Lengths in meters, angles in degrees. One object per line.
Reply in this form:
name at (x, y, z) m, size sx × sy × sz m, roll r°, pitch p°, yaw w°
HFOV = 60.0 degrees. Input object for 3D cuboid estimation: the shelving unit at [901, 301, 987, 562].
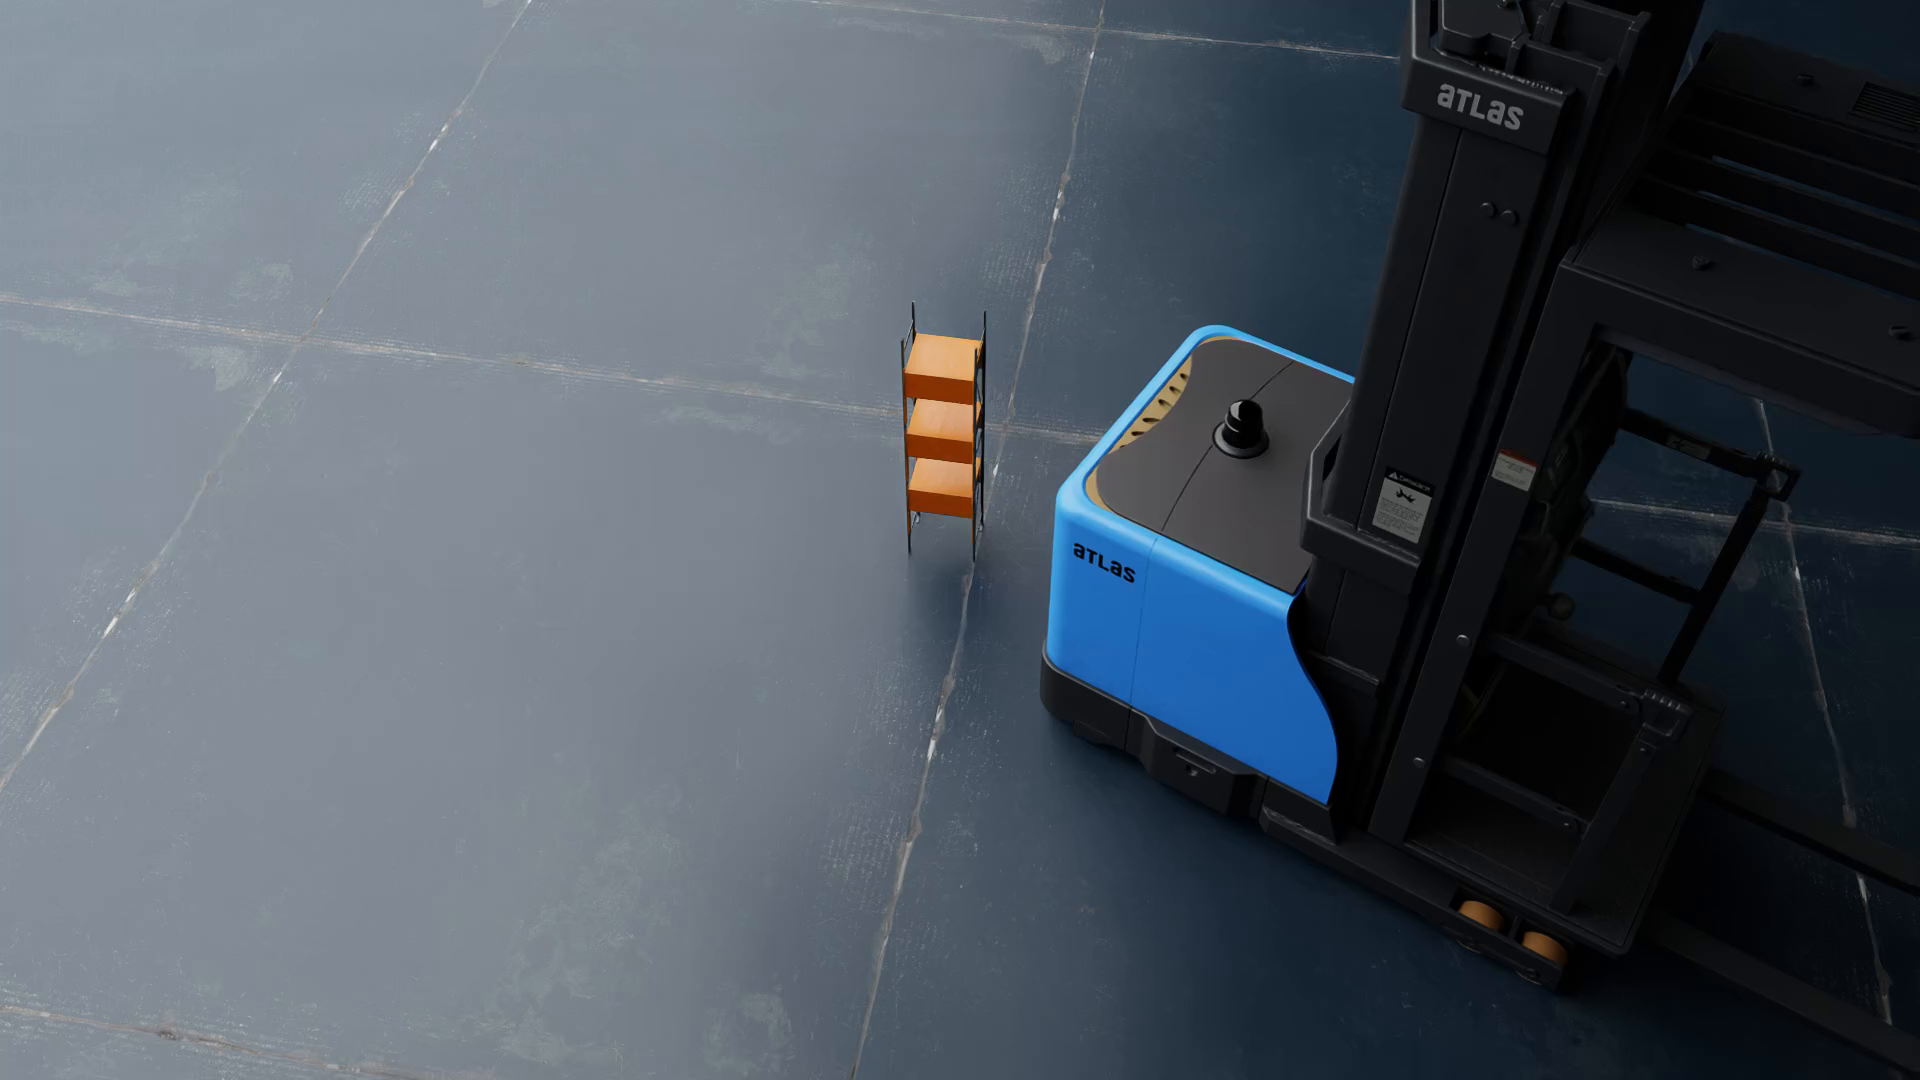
shelving unit at (-0.053, -0.358, 5.866) m, size 0.252 × 1.050 × 0.215 m, roll 8°, pitch 49°, yaw 7°

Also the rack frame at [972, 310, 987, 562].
rack frame at (0.067, -0.342, 5.851) m, size 0.008 × 1.050 × 0.200 m, roll 8°, pitch 49°, yaw 7°

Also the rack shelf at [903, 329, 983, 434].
rack shelf at (-0.053, -0.541, 5.663) m, size 0.240 × 0.259 × 0.215 m, roll 8°, pitch 49°, yaw 7°

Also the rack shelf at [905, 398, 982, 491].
rack shelf at (-0.053, -0.351, 5.874) m, size 0.240 × 0.259 × 0.215 m, roll 8°, pitch 49°, yaw 7°

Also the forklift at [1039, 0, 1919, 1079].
forklift at (1.784, -0.091, 4.361) m, size 3.031 × 2.935 × 1.130 m, roll 26°, pitch 53°, yaw 22°

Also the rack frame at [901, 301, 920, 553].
rack frame at (-0.173, -0.374, 5.880) m, size 0.008 × 1.050 × 0.200 m, roll 8°, pitch 49°, yaw 7°

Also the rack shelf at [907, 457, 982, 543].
rack shelf at (-0.053, -0.165, 6.080) m, size 0.240 × 0.259 × 0.215 m, roll 8°, pitch 49°, yaw 7°
